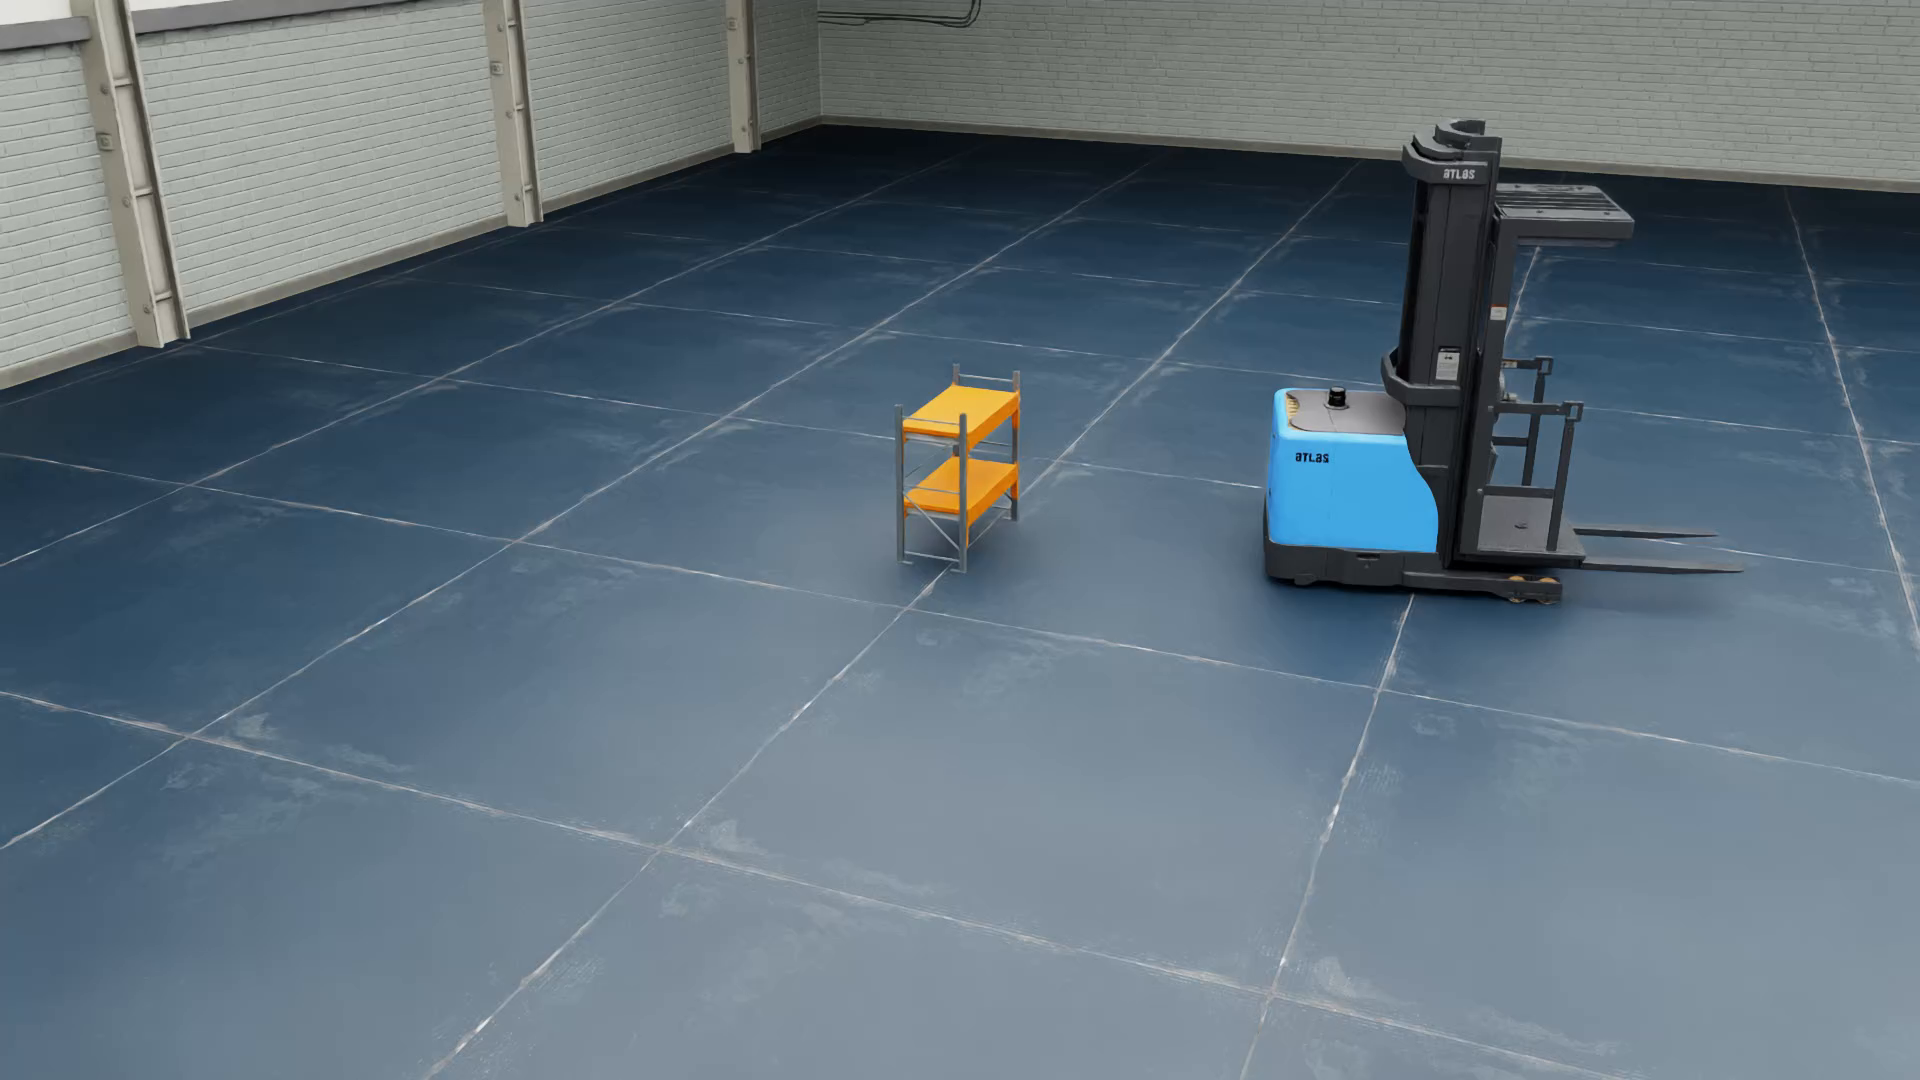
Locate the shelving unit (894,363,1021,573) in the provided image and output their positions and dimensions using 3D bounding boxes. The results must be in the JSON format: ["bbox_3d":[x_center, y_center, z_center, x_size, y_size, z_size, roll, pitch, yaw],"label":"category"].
[{"bbox_3d":[-0.003,-0.517,11.527,0.538,1.125,1.048,9,24,20],"label":"shelving unit"}]

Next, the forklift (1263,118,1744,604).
[{"bbox_3d":[3.595,-1.157,10.716,3.031,2.935,1.130,3,23,7],"label":"forklift"}]

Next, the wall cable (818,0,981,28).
[{"bbox_3d":[-1.100,-9.846,27.675,3.097,2.526,0.112,9,24,20],"label":"wall cable"}]

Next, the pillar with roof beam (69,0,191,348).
[{"bbox_3d":[-3.882,-5.503,13.250,9.100,9.000,0.400,9,24,20],"label":"pillar with roof beam"}]

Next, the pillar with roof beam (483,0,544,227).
[{"bbox_3d":[-1.654,-7.650,18.390,9.100,9.000,0.400,9,24,20],"label":"pillar with roof beam"}]

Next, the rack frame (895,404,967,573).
[{"bbox_3d":[-0.191,-0.335,11.092,0.500,1.125,0.032,9,24,20],"label":"rack frame"}]

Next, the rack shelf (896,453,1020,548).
[{"bbox_3d":[-0.003,-0.291,11.622,0.538,0.278,1.000,9,24,20],"label":"rack shelf"}]

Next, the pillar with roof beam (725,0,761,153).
[{"bbox_3d":[0.575,-9.797,23.530,9.100,9.000,0.400,9,24,20],"label":"pillar with roof beam"}]

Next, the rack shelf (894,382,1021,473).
[{"bbox_3d":[-0.003,-0.787,11.415,0.538,0.278,1.000,9,24,20],"label":"rack shelf"}]

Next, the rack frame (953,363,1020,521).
[{"bbox_3d":[0.186,-0.699,11.963,0.500,1.125,0.032,9,24,20],"label":"rack frame"}]
